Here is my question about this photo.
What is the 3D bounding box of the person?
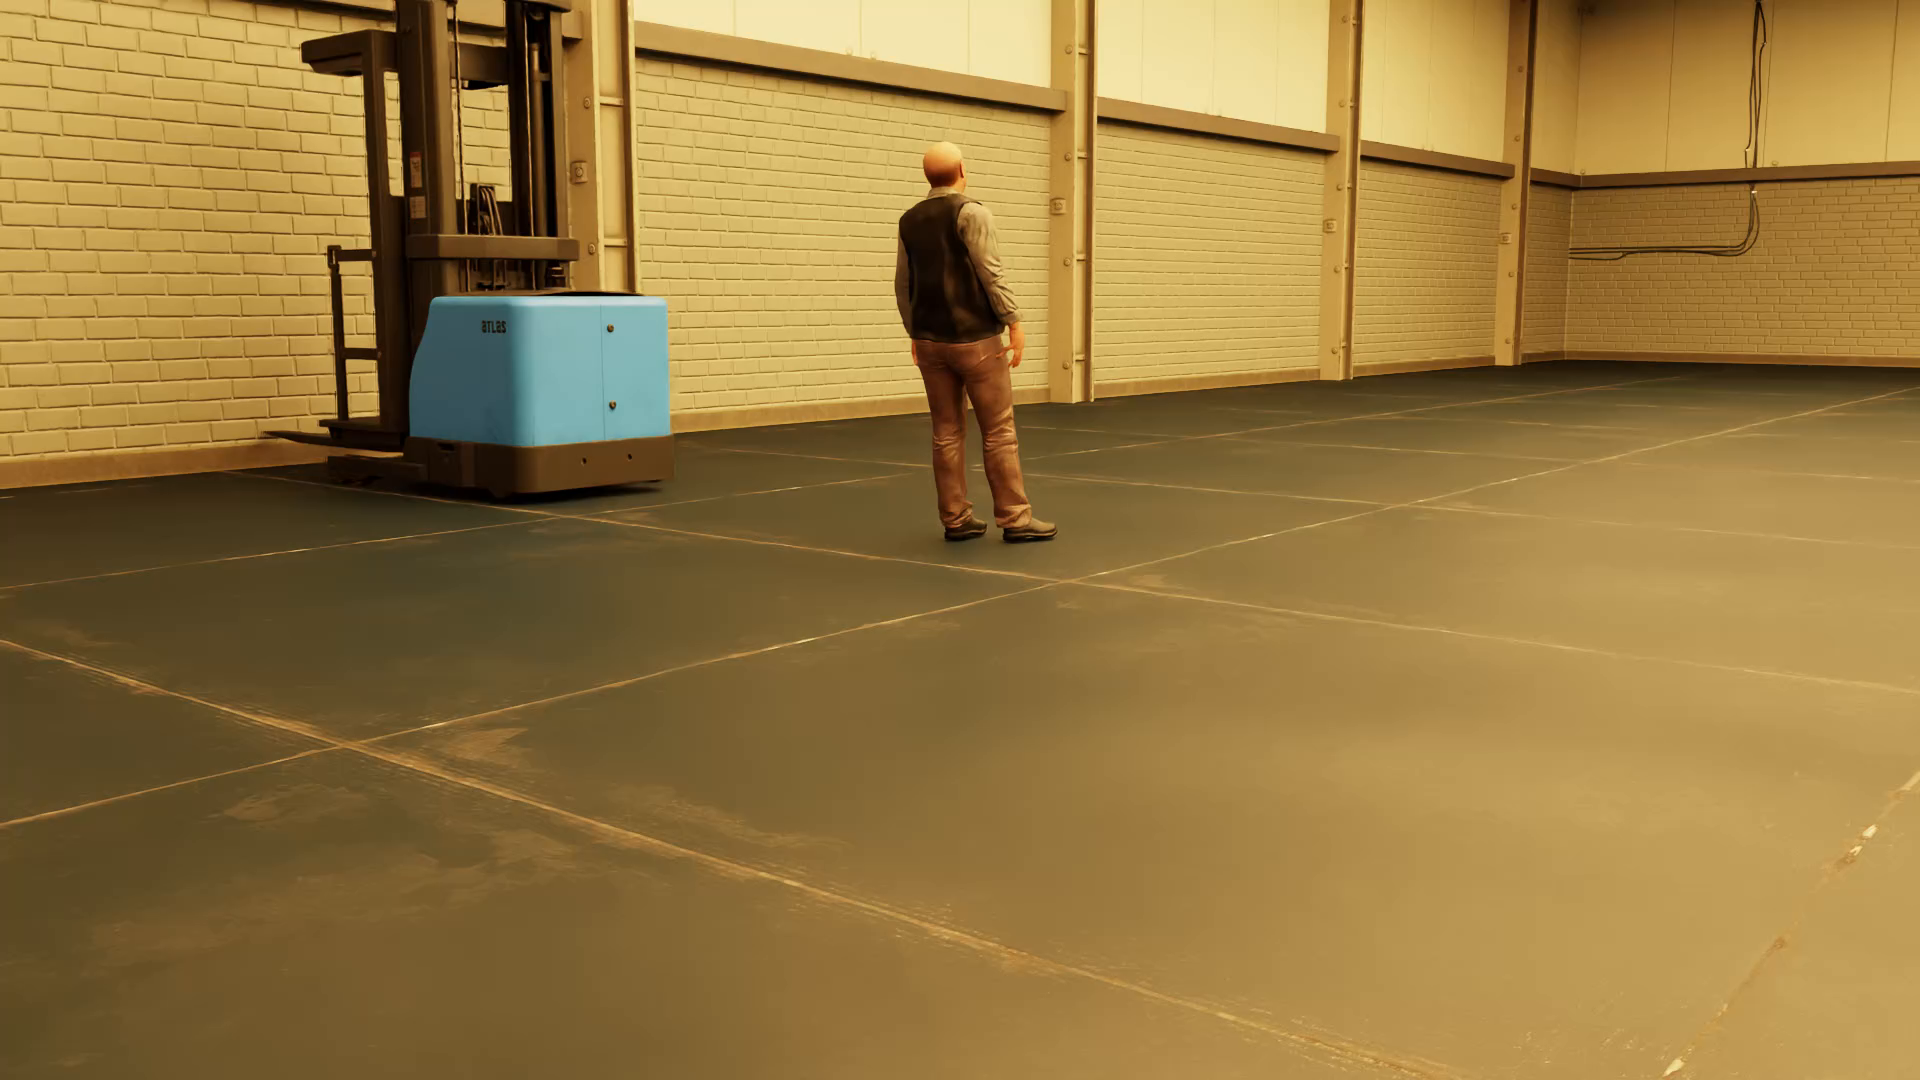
[{"bbox_3d":[0.045,-0.866,7.323,0.634,1.722,0.566,7,11,38],"label":"person"}]

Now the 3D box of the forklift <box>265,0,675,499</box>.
[{"bbox_3d":[-3.046,-1.813,9.671,3.031,2.935,1.130,7,11,40],"label":"forklift"}]
